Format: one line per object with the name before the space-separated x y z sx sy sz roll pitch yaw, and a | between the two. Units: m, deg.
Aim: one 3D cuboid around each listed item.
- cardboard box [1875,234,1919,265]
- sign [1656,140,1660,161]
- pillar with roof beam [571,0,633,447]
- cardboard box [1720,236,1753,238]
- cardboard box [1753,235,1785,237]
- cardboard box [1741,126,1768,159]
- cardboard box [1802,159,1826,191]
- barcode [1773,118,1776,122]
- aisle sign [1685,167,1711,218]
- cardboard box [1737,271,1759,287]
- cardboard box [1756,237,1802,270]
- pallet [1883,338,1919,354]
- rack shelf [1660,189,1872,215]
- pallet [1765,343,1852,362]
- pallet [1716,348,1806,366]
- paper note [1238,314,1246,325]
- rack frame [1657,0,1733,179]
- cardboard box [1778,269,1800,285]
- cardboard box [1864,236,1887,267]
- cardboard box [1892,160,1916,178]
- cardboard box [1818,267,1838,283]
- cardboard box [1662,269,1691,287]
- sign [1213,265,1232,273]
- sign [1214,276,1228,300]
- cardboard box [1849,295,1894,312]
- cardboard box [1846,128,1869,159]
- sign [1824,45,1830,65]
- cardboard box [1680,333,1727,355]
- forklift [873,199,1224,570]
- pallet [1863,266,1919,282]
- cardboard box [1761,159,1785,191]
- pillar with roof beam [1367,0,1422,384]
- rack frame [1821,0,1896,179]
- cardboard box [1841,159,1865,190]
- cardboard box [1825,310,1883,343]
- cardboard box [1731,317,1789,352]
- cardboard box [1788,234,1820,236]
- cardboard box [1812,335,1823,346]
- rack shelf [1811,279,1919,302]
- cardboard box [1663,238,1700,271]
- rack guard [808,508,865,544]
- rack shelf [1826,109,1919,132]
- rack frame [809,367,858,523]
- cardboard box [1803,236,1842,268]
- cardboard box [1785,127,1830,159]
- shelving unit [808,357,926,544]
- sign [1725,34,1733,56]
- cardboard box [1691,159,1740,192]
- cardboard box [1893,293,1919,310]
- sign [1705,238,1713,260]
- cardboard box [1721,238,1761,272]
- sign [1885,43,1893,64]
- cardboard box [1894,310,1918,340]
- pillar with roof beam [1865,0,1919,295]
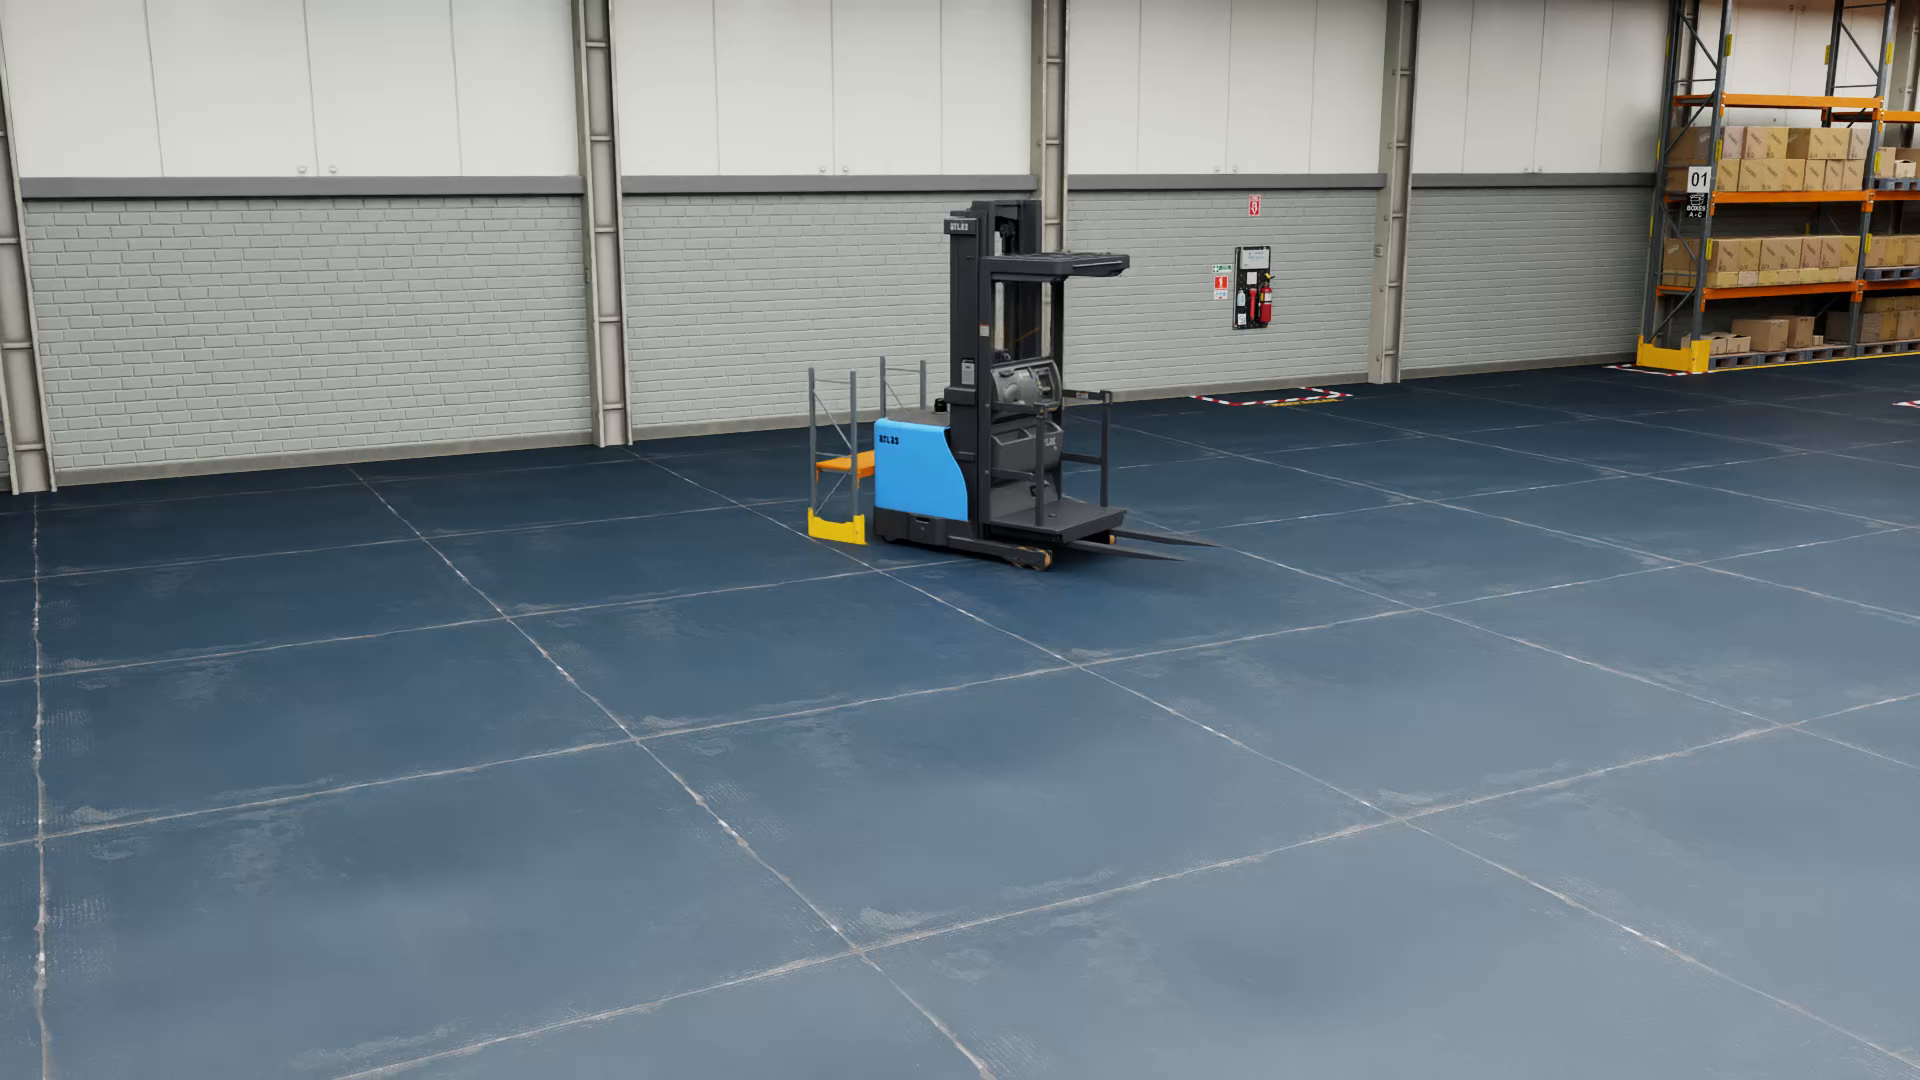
cardboard box | 16.526 -5.114 29.273 0.500 0.500 0.700 -5 14 -20
sign | 11.247 -6.255 26.722 0.005 0.325 0.100 -7 14 -28
pillar with roof beam | -2.041 -4.694 14.973 0.400 9.000 9.100 -7 14 -28
cardboard box | 12.705 -4.750 27.471 0.500 0.500 0.500 -7 15 -29
cardboard box | 13.598 -4.859 27.958 0.500 0.500 0.500 -6 14 -26
cardboard box | 12.414 -6.297 26.375 0.500 0.500 0.500 -7 14 -29
cardboard box | 13.763 -5.976 27.227 0.500 0.500 0.500 -7 15 -30
barcode | 13.580 -6.998 27.714 0.075 0.075 0.001 -7 14 -28
aisle sign | 11.576 -5.453 26.088 0.004 0.787 0.394 -7 14 -28
cardboard box | 12.525 -4.235 26.889 0.500 0.250 0.500 -7 15 -30
cardboard box | 13.401 -4.705 27.272 0.500 0.500 0.500 -6 14 -26
pallet | 16.761 -3.522 29.779 1.213 0.211 1.003 -7 14 -28
rack shelf | 13.251 -5.573 27.349 4.000 0.370 1.077 -7 14 -28
pallet | 14.434 -3.233 28.496 1.213 0.211 1.003 -7 14 -28
pallet | 13.361 -3.104 27.922 1.213 0.211 1.003 -7 14 -28
paper note | 4.053 -3.172 23.878 0.142 0.148 0.016 -7 14 -28
rack frame | 11.495 -7.177 26.005 0.127 3.000 1.000 -7 14 -28
cardboard box | 13.419 -4.340 27.357 0.500 0.250 0.500 -7 14 -27
cardboard box | 15.469 -4.982 28.683 0.500 0.500 0.700 -7 14 -28
cardboard box | 16.065 -6.403 28.643 0.500 0.311 0.500 -6 14 -26
cardboard box | 14.294 -4.449 27.841 0.500 0.250 0.500 -7 14 -28
cardboard box | 11.813 -4.274 27.063 0.500 0.250 0.500 -7 14 -27
sign | 3.715 -3.843 23.567 0.331 0.109 0.001 -7 14 -28
sign | 3.707 -3.586 23.631 0.234 0.329 0.001 -7 14 -28
cardboard box | 16.029 -4.160 29.245 0.500 0.250 0.500 -7 15 -29
cardboard box | 14.696 -6.576 27.615 0.500 0.500 0.500 -8 15 -33
sign | 14.735 -8.237 28.228 0.005 0.325 0.100 -7 14 -28
cardboard box | 12.146 -3.209 27.157 0.500 0.311 0.500 -9 15 -34
forklift | 0.726 -1.314 13.773 3.031 2.935 1.130 9 16 36
pallet | 15.747 -4.630 28.788 1.213 0.211 1.003 -7 14 -28
cardboard box | 12.851 -5.864 26.730 0.500 0.500 0.500 -6 14 -25
pillar with roof beam | 8.492 -5.957 20.582 0.400 9.000 9.100 -7 14 -28
rack frame | 15.006 -7.598 27.875 0.127 3.000 1.000 -7 14 -28
cardboard box | 14.679 -6.092 27.742 0.500 0.500 0.500 -6 14 -26
cardboard box | 15.644 -3.747 29.118 0.500 0.500 0.700 -6 14 -26
cardboard box | 13.314 -3.429 27.703 0.500 0.500 0.700 -8 15 -31
cardboard box | 14.494 -4.965 28.425 0.500 0.500 0.500 -7 15 -29
cardboard box | 14.551 -3.442 28.521 0.250 0.166 0.380 -9 16 -35
rack shelf | 16.762 -4.531 29.548 4.000 0.370 1.077 -7 14 -28
cardboard box | 11.807 -4.643 26.998 0.500 0.500 0.500 -7 14 -28
rack guard | -1.088 -0.128 14.607 0.587 0.250 0.087 9 15 34
rack shelf | 16.762 -7.262 28.933 4.000 0.370 1.077 -7 14 -28
rack frame | -1.099 -0.734 14.455 0.500 1.500 0.032 9 15 34
cardboard box | 14.304 -4.811 27.742 0.500 0.500 0.500 -7 14 -28
cardboard box | 13.767 -6.459 27.097 0.500 0.500 0.500 -7 15 -30
shelving unit | -0.805 -0.828 14.870 0.587 1.500 1.083 9 15 34
sign | 11.755 -7.567 25.429 0.005 0.325 0.100 -7 14 -28
cardboard box | 11.909 -5.759 26.264 0.500 0.500 0.500 -6 14 -26
cardboard box | 16.931 -4.264 29.709 0.500 0.250 0.500 -7 14 -28
sign | 11.755 -4.568 26.104 0.005 0.325 0.100 -7 14 -28
cardboard box | 12.497 -4.595 26.784 0.500 0.500 0.500 -7 14 -28
sign | 15.250 -7.986 27.291 0.005 0.325 0.100 -7 14 -28
cardboard box | 16.541 -3.857 29.607 0.500 0.500 0.700 -7 14 -27
pillar with roof beam | 19.024 -7.219 26.192 0.548 9.000 9.100 -7 14 -28
